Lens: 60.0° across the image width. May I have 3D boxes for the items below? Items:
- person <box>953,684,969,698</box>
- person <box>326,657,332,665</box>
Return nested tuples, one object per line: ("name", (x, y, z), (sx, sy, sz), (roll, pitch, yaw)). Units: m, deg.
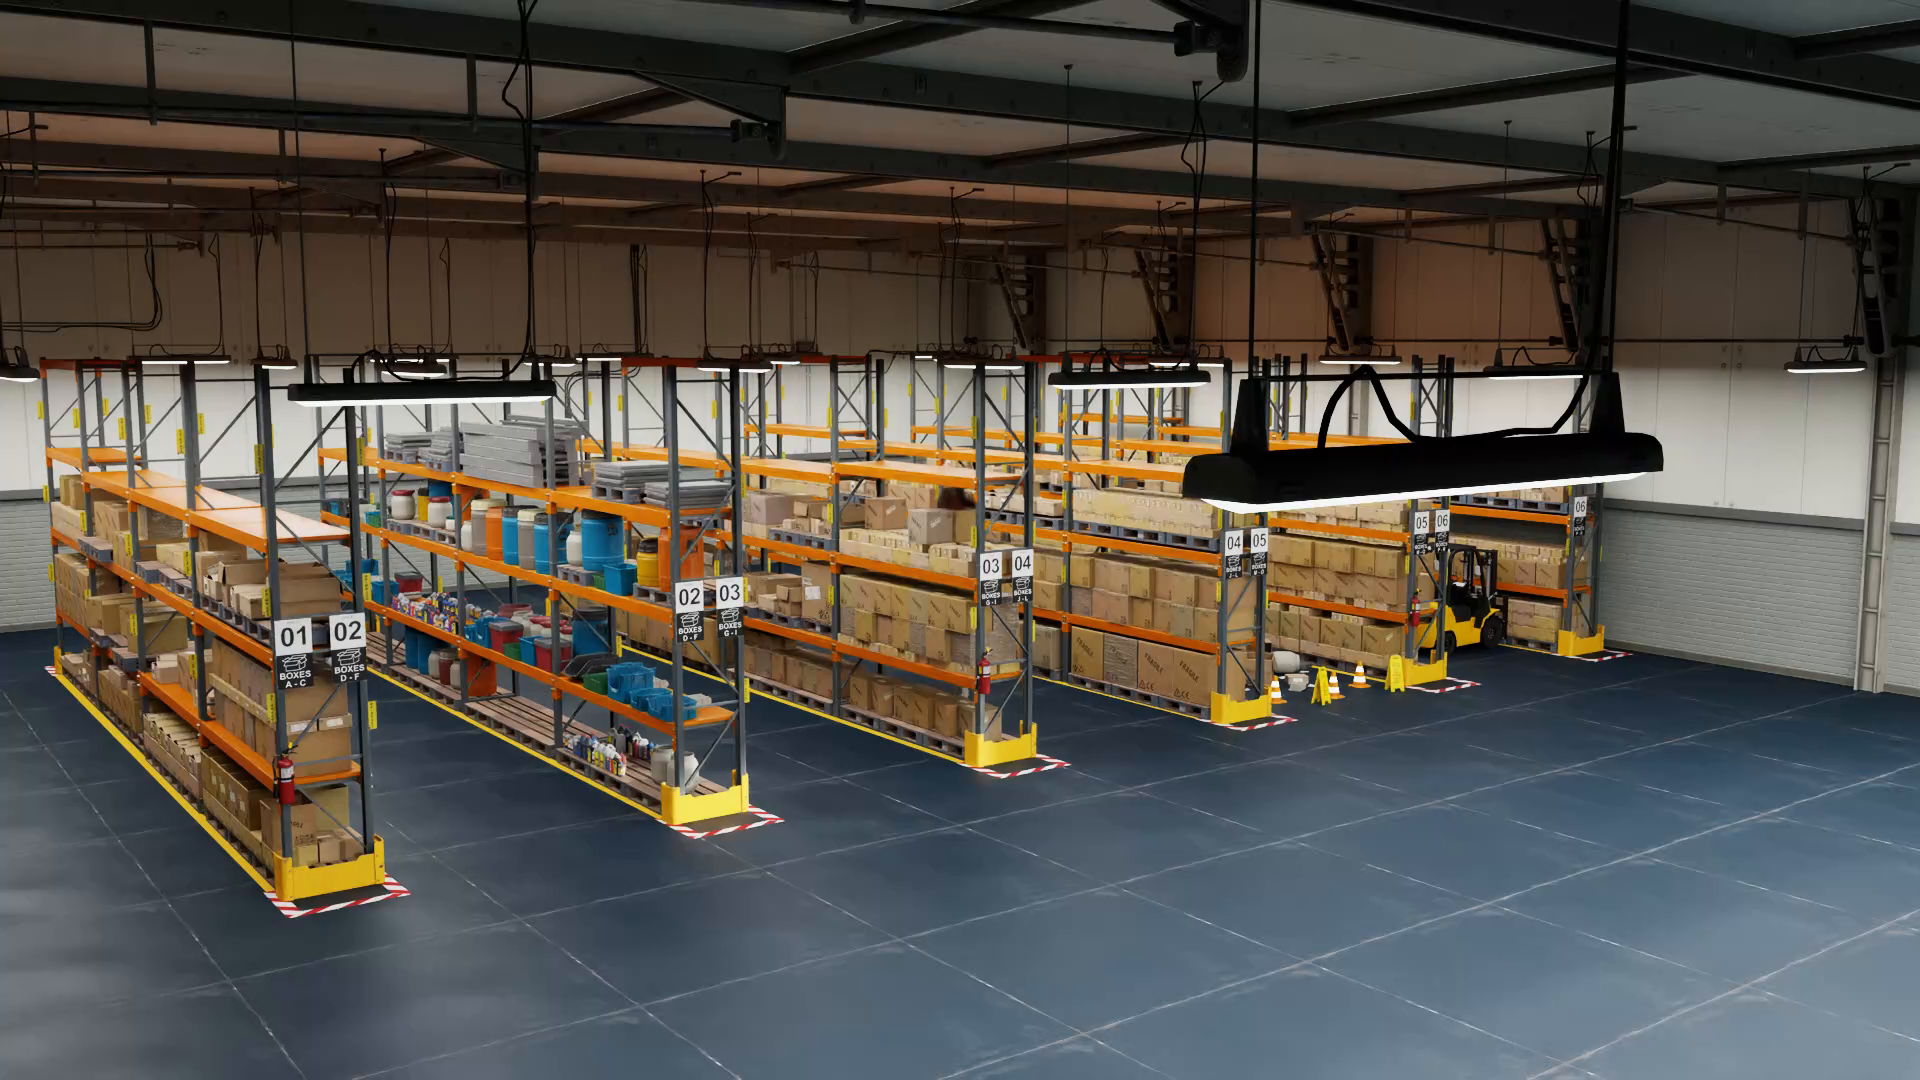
("person", (-0.036, 2.027, 28.572), (0.410, 1.781, 0.550), (-6, 9, -42))
("person", (-11.706, 1.781, 30.911), (0.464, 1.659, 0.519), (-5, 9, -37))
